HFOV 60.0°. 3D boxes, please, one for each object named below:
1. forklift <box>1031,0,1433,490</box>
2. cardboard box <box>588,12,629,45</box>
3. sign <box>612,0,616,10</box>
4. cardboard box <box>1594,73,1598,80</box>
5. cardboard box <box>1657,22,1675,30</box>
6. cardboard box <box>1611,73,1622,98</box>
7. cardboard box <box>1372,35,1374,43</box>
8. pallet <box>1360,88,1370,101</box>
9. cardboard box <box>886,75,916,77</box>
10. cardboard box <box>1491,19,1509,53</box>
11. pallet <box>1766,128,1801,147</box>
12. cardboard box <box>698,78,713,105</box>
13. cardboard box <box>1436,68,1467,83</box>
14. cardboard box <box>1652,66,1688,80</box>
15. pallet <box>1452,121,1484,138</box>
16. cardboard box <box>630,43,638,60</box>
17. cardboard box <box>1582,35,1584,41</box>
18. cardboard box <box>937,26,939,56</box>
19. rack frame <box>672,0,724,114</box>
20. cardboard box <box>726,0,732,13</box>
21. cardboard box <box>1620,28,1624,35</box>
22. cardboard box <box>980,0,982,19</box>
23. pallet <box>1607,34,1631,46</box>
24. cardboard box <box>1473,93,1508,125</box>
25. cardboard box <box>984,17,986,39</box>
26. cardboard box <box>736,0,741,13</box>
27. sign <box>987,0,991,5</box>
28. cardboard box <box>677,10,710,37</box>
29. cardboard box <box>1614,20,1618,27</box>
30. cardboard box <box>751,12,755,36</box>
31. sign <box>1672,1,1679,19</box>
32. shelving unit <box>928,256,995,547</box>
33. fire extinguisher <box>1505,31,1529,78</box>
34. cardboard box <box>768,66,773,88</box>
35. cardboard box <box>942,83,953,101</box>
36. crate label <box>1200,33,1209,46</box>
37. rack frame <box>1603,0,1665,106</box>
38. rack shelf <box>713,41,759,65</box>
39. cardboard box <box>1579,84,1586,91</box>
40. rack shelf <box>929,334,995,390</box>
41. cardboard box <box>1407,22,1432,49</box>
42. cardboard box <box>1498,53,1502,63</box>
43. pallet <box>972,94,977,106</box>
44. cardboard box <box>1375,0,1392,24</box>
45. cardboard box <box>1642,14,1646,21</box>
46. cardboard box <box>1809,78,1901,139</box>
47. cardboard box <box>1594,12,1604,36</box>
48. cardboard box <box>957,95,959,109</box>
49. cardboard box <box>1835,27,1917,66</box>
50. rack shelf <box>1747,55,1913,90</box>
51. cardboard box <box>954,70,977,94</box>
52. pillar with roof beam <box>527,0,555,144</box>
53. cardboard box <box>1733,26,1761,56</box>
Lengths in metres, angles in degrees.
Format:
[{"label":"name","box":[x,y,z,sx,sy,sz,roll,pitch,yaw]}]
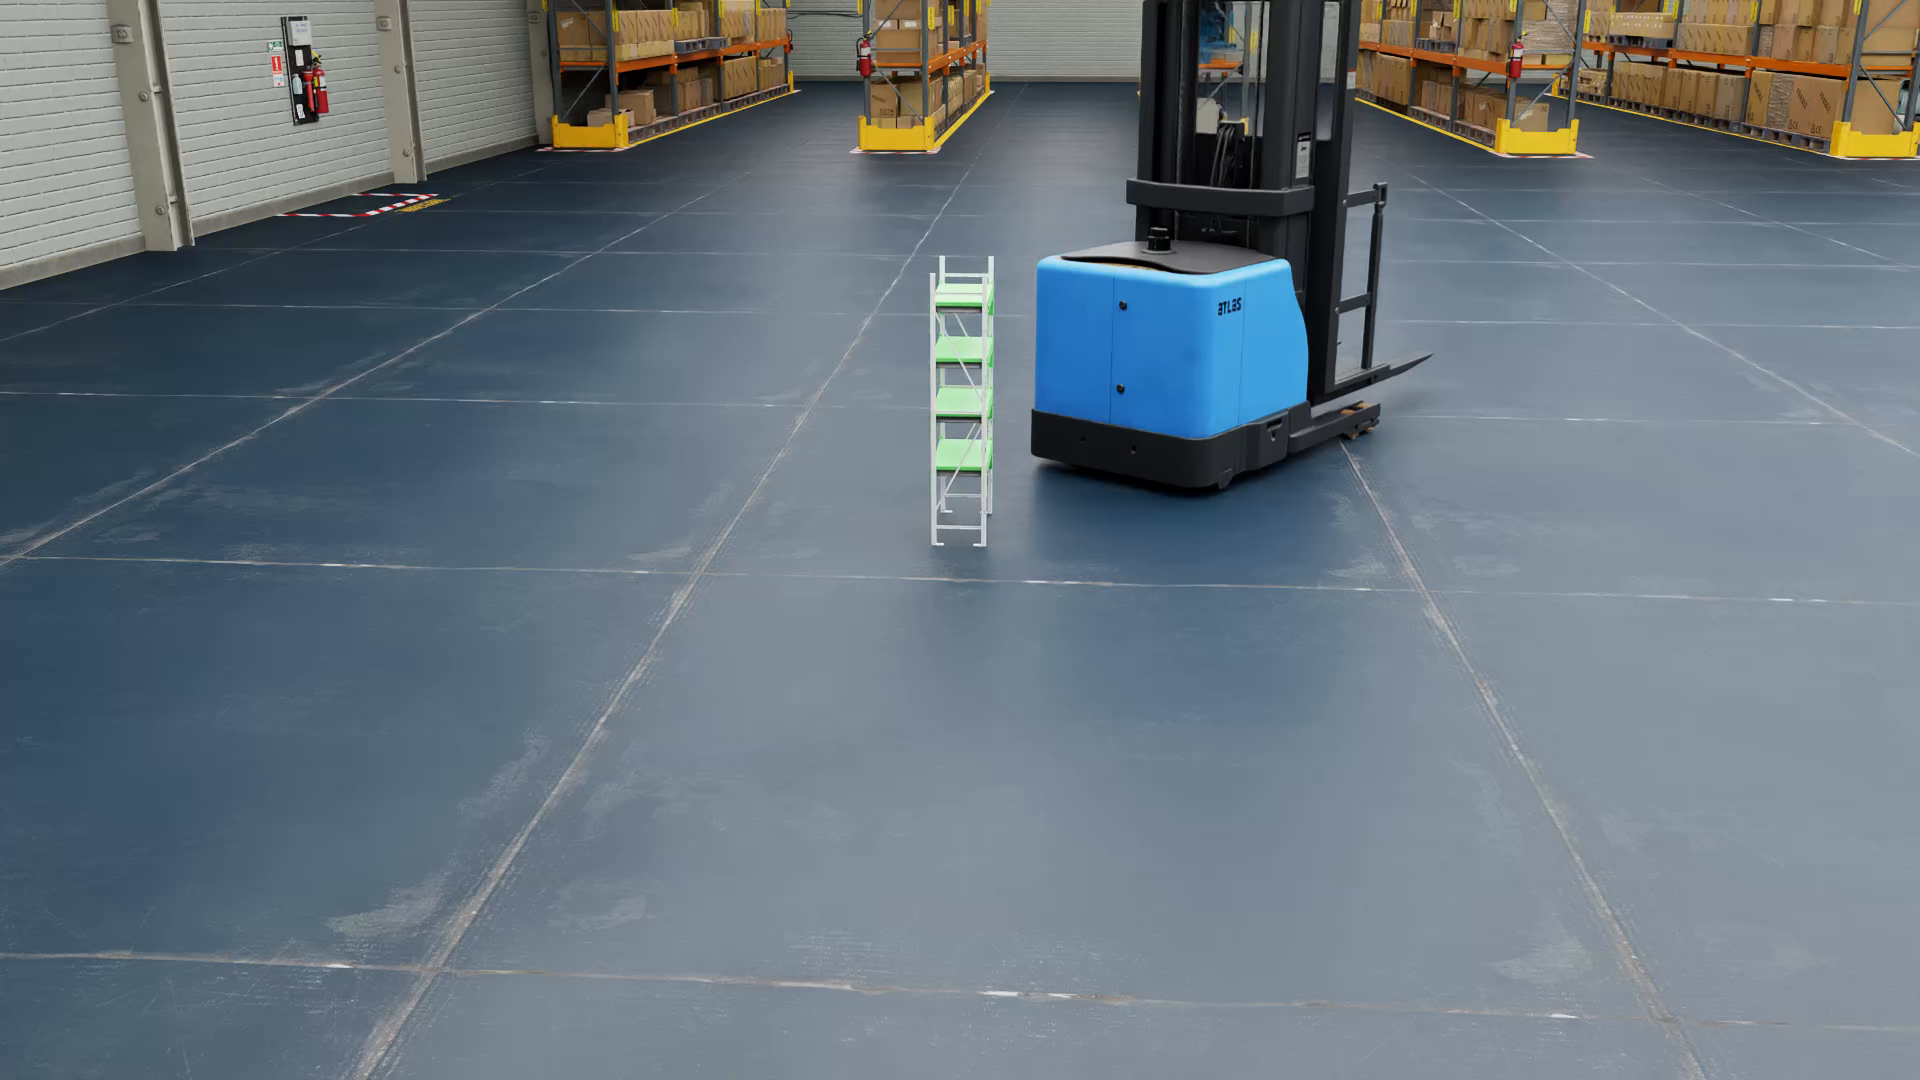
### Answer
[{"label":"forklift","box":[1.686,-2.028,8.906,1.130,2.935,3.031,14,23,37]},{"label":"cardboard box","box":[-5.606,-8.167,26.533,0.500,0.500,0.500,1,18,4]},{"label":"sign","box":[-6.207,-9.534,29.843,0.100,0.325,0.005,1,18,4]},{"label":"cardboard box","box":[14.437,-10.385,37.248,0.380,0.149,0.250,1,18,3]},{"label":"cardboard box","box":[13.976,-10.126,32.761,0.380,0.149,0.250,2,18,5]},{"label":"cardboard box","box":[14.364,-9.772,35.767,0.500,0.500,0.500,2,18,6]},{"label":"cardboard box","box":[9.474,-11.268,37.397,0.380,0.149,0.250,1,18,3]},{"label":"pallet","box":[9.959,-10.415,38.869,1.003,0.211,1.213,1,18,4]},{"label":"cardboard box","box":[-1.058,-7.976,29.483,0.500,0.500,0.500,1,18,4]},{"label":"cardboard box","box":[8.865,-7.916,26.125,0.875,0.500,0.500,1,18,4]},{"label":"pallet","box":[13.891,-6.559,27.102,1.003,0.211,1.213,1,18,4]},{"label":"cardboard box","box":[-5.366,-9.011,33.415,0.700,0.500,0.500,2,18,5]},{"label":"cardboard box","box":[9.409,-8.887,31.831,0.500,0.250,0.500,3,18,10]},{"label":"cardboard box","box":[14.183,-9.328,33.208,0.500,0.250,0.500,1,18,3]},{"label":"pallet","box":[9.156,-7.106,28.772,1.003,0.211,1.213,1,18,4]},{"label":"cardboard box","box":[-5.565,-7.975,27.152,0.500,0.250,0.500,1,18,2]},{"label":"cardboard box","box":[14.597,-11.608,38.434,0.380,0.149,0.250,1,18,3]},{"label":"cardboard box","box":[-0.738,-8.773,29.219,0.700,0.500,0.500,1,18,2]},{"label":"rack frame","box":[-5.367,-10.215,33.780,1.000,3.000,0.127,1,18,4]},{"label":"cardboard box","box":[-5.039,-11.072,34.521,0.500,0.250,0.500,1,18,3]},{"label":"cardboard box","box":[14.140,-10.710,35.020,0.380,0.149,0.250,1,18,4]},{"label":"cardboard box","box":[0.250,-12.331,38.470,0.500,0.500,0.500,1,18,2]},{"label":"pallet","box":[14.482,-10.658,35.441,1.003,0.211,1.213,1,18,4]},{"label":"cardboard box","box":[9.066,-7.351,28.381,0.500,0.500,0.500,7,20,21]},{"label":"cardboard box","box":[0.354,-12.331,40.079,0.500,0.500,0.500,1,18,4]},{"label":"cardboard box","box":[-4.977,-11.386,35.479,0.500,0.250,0.500,1,18,3]},{"label":"sign","box":[0.700,-13.272,40.743,0.100,0.325,0.005,1,18,4]},{"label":"cardboard box","box":[-5.390,-10.325,33.250,0.700,0.500,0.500,-1,18,-3]},{"label":"cardboard box","box":[14.178,-11.012,35.465,0.380,0.149,0.250,1,18,3]},{"label":"cardboard box","box":[-4.861,-11.507,37.052,0.500,0.500,0.500,1,18,3]},{"label":"sign","box":[13.853,-10.263,32.194,0.100,0.325,0.005,1,18,4]},{"label":"shelving unit","box":[0.012,-0.622,7.393,0.258,1.200,0.503,1,18,4]},{"label":"fire extinguisher","box":[8.414,-7.337,25.120,0.296,0.674,0.183,1,18,4]},{"label":"cardboard box","box":[-4.846,-11.014,39.560,0.700,0.500,0.500,2,18,5]},{"label":"cardboard box","box":[-0.393,-8.301,30.779,0.500,0.311,0.500,1,18,3]},{"label":"crate label","box":[3.804,-8.104,27.280,0.502,0.435,0.616,1,18,4]},{"label":"rack frame","box":[14.682,-10.984,36.126,1.000,3.000,0.127,1,18,4]},{"label":"rack shelf","box":[-5.223,-10.494,35.788,1.077,0.370,4.000,1,18,4]},{"label":"cardboard box","box":[14.514,-10.434,38.354,0.380,0.149,0.250,1,18,4]},{"label":"rack shelf","box":[0.012,-0.789,7.338,0.258,0.148,0.480,1,18,4]},{"label":"cardboard box","box":[9.243,-10.090,33.237,0.500,0.500,0.500,2,18,6]},{"label":"cardboard box","box":[8.715,-7.606,26.222,0.380,0.149,0.250,1,18,4]},{"label":"pallet","box":[-0.159,-9.769,36.899,1.003,0.211,1.213,1,18,4]},{"label":"cardboard box","box":[9.508,-11.701,36.874,0.500,0.500,0.500,2,18,5]},{"label":"cardboard box","box":[14.051,-10.584,33.679,0.380,0.149,0.250,1,18,4]},{"label":"cardboard box","box":[13.804,-6.659,25.664,0.875,0.875,0.875,1,18,4]},{"label":"cardboard box","box":[14.473,-11.490,37.034,0.500,0.500,0.500,1,18,2]},{"label":"cardboard box","box":[-0.292,-8.513,32.329,0.500,0.250,0.500,2,18,5]},{"label":"cardboard box","box":[13.803,-7.444,25.083,0.875,0.550,0.550,1,18,4]},{"label":"rack shelf","box":[13.965,-7.536,26.759,1.077,0.370,4.000,1,18,4]},{"label":"cardboard box","box":[0.112,-10.209,37.071,0.500,0.500,0.500,1,18,4]},{"label":"pillar with roof beam","box":[-2.459,-10.722,25.693,9.100,9.000,0.400,1,18,4]},{"label":"cardboard box","box":[13.879,-8.714,29.040,0.500,0.500,0.500,1,18,4]}]
